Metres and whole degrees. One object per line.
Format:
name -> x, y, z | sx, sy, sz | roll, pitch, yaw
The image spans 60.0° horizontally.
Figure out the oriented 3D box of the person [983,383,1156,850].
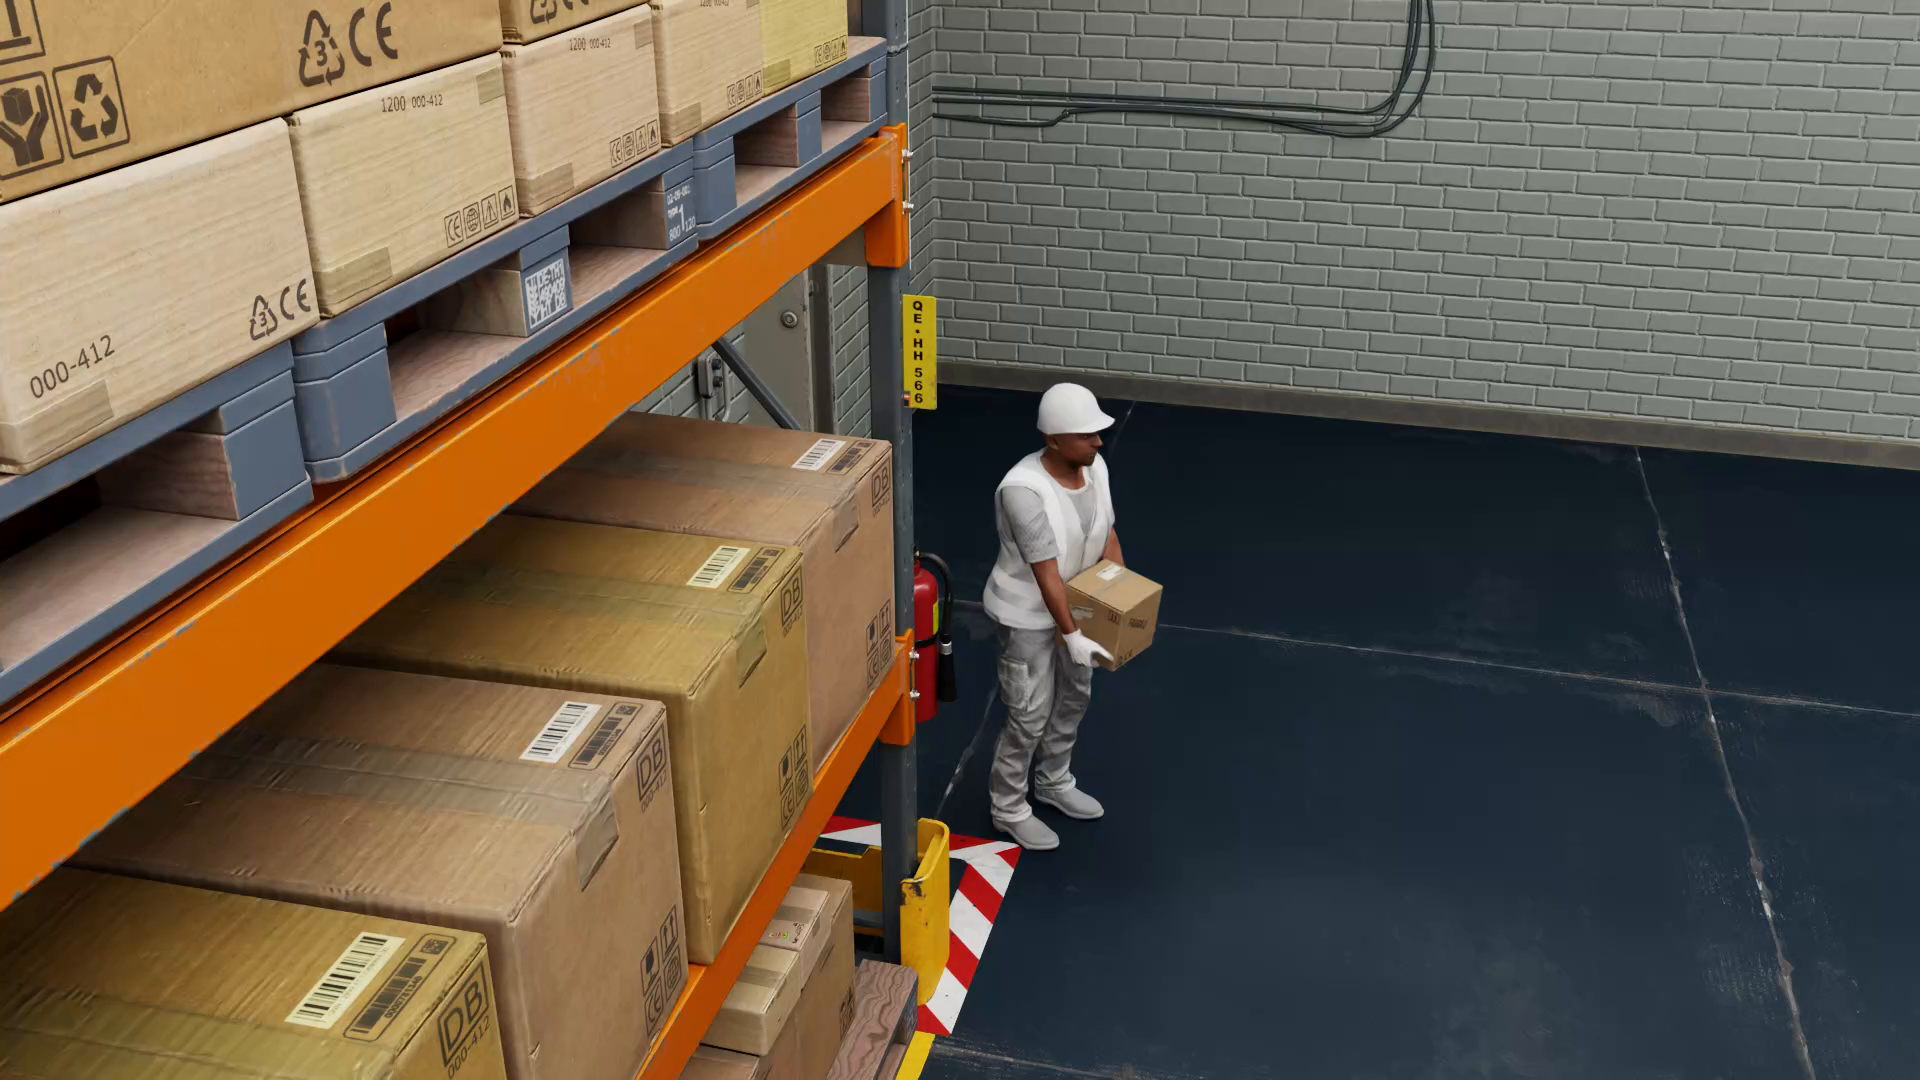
person -> 0.392, 0.287, 5.980 | 0.595, 1.776, 0.490 | 20, 32, 36
